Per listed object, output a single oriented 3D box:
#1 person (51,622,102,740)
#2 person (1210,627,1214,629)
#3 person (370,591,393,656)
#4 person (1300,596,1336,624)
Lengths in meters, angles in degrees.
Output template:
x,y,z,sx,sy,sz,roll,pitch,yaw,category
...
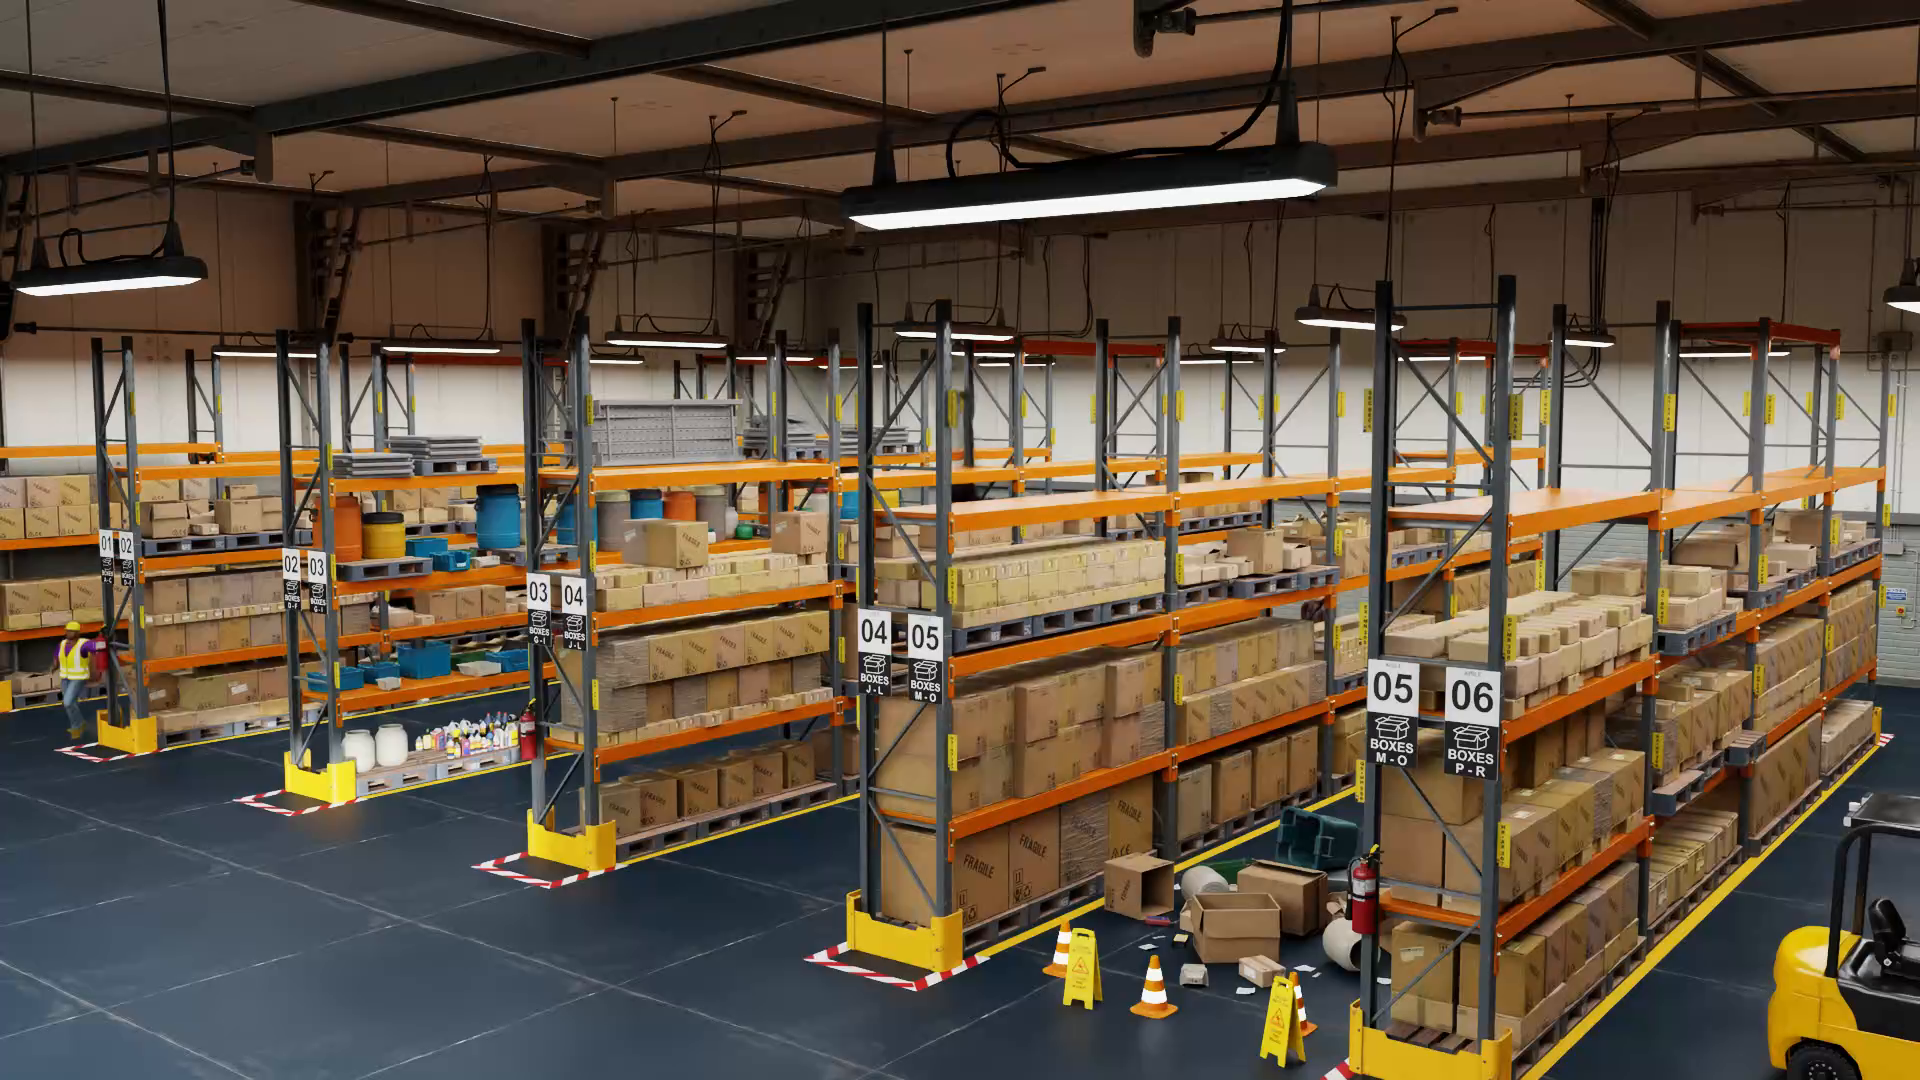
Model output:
x,y,z,sx,sy,sz,roll,pitch,yaw,category
-13.345,2.131,25.093,0.749,1.827,0.651,1,5,13,person
3.972,2.092,25.626,0.577,1.564,0.979,3,6,34,person
-10.501,1.737,30.027,0.592,1.629,0.577,4,6,38,person
6.347,1.719,29.753,0.759,1.728,0.697,3,6,35,person
